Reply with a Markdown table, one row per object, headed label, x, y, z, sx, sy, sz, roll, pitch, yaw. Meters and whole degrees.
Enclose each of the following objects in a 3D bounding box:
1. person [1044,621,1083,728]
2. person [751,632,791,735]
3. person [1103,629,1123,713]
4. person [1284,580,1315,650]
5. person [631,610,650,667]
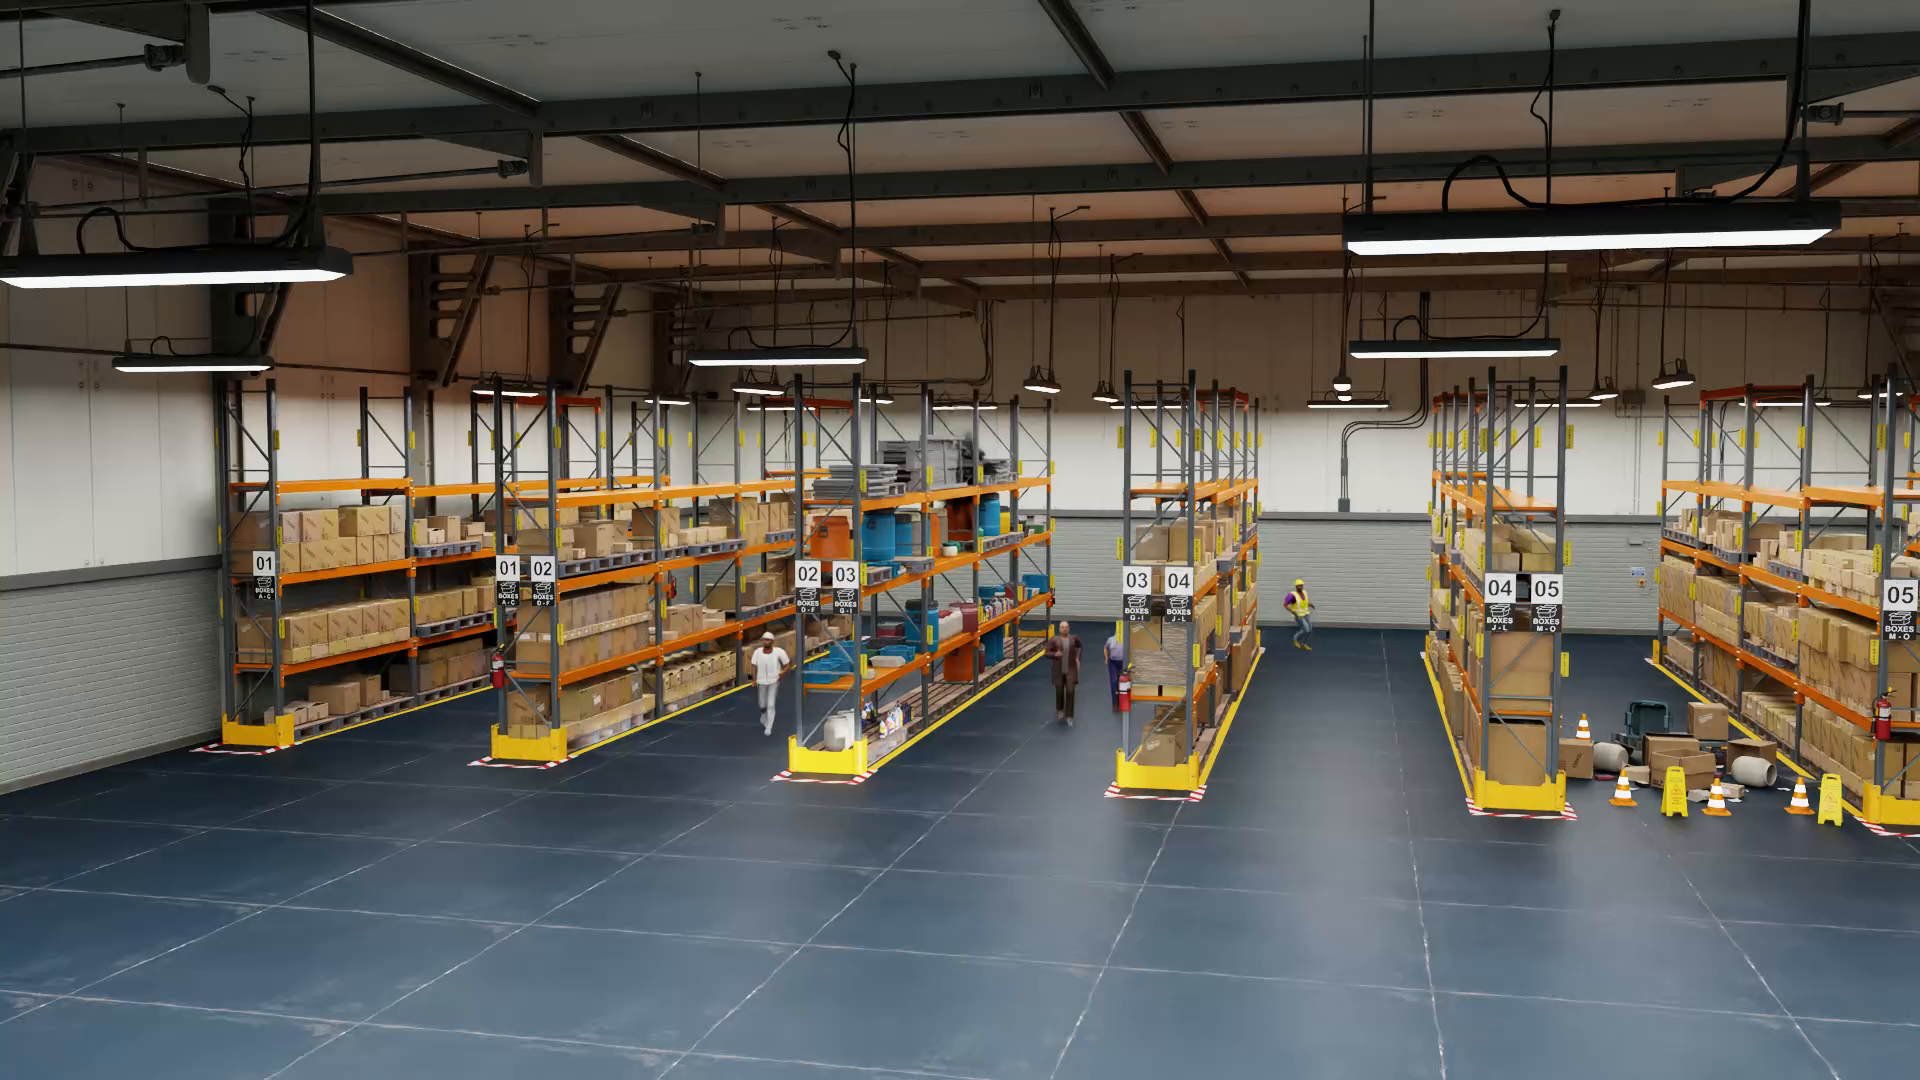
| label | x | y | z | sx | sy | sz | roll | pitch | yaw |
| --- | --- | --- | --- | --- | --- | --- | --- | --- | --- |
| person | 1.830 | 2.329 | 29.267 | 0.698 | 1.804 | 0.981 | 0 | 3 | 0 |
| person | -3.243 | 2.437 | 28.482 | 0.698 | 1.741 | 0.662 | 0 | 3 | 6 |
| person | 2.948 | 2.347 | 30.743 | 0.620 | 1.614 | 0.802 | 1 | 3 | 9 |
| person | 8.125 | 1.785 | 39.557 | 0.701 | 1.688 | 0.548 | -3 | 4 | -36 |
| person | -7.024 | 1.959 | 35.663 | 0.672 | 1.820 | 0.928 | 0 | 3 | 4 |
